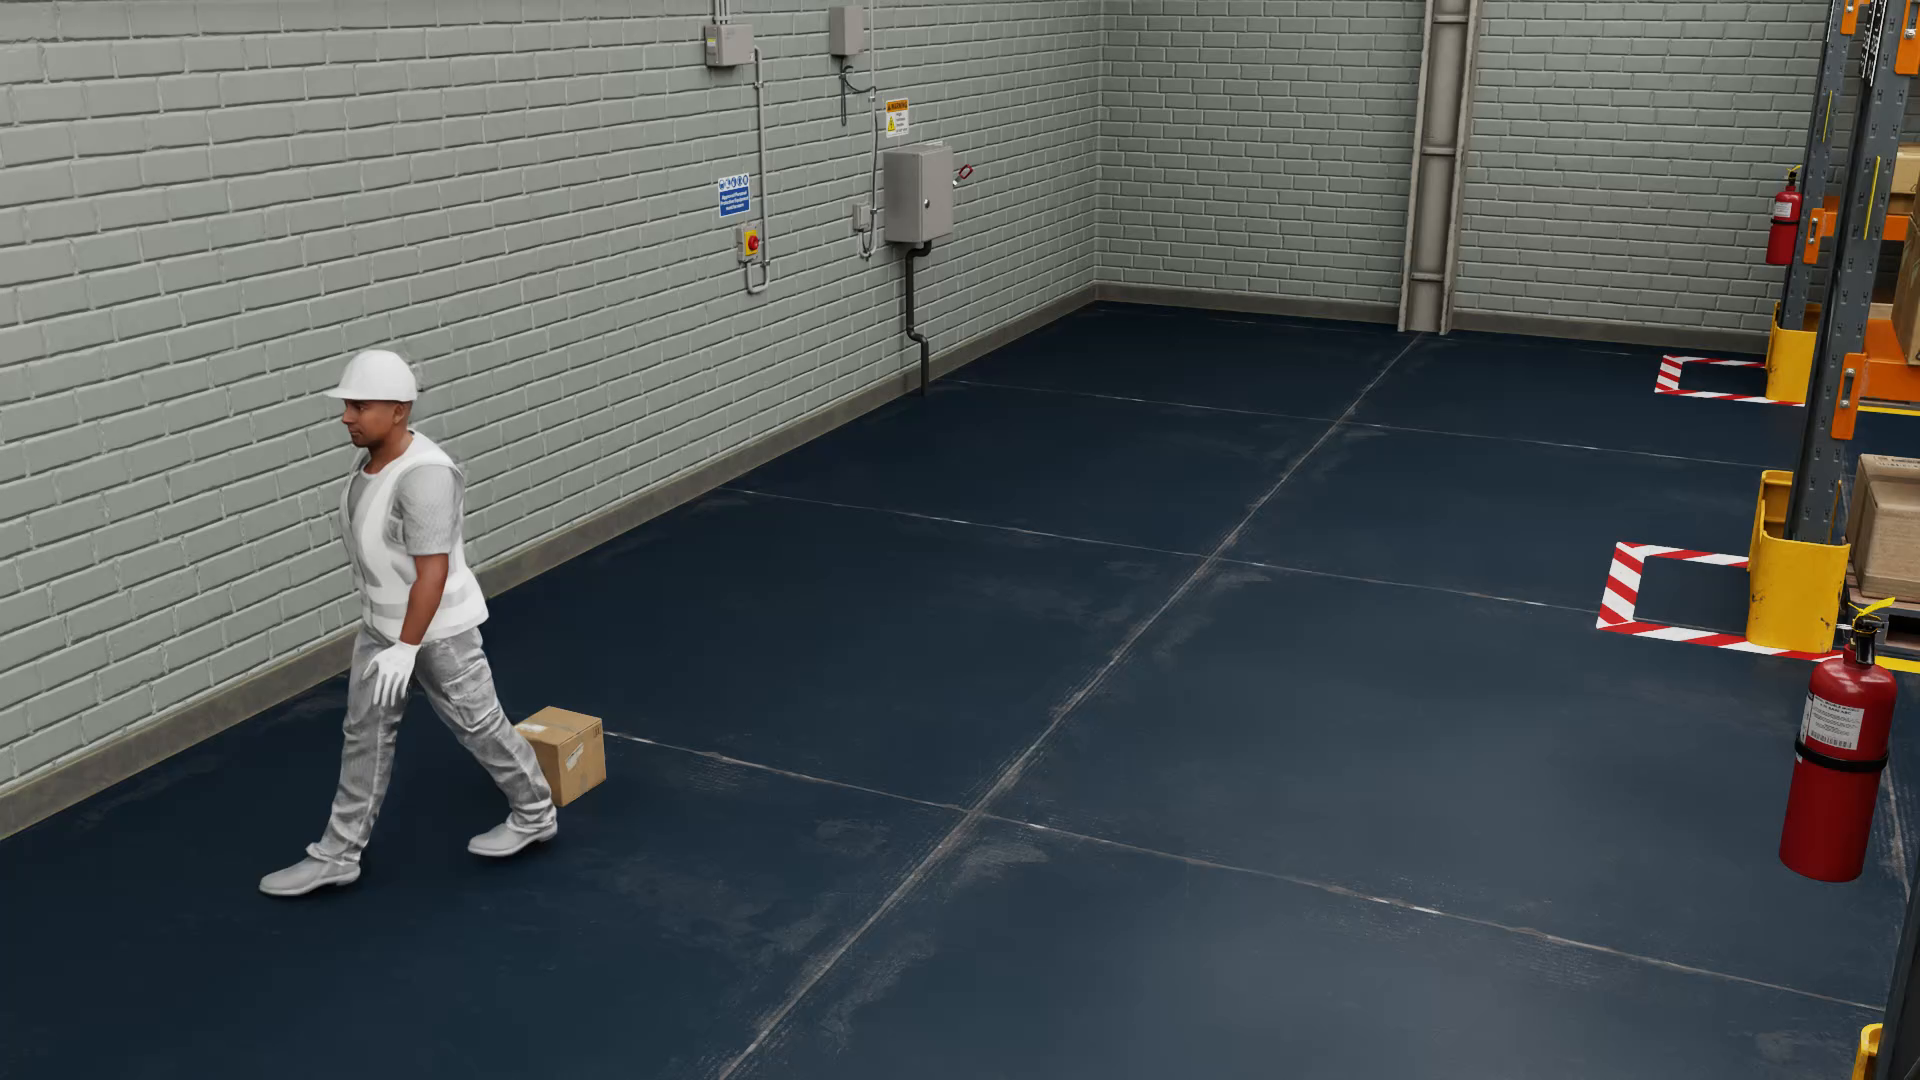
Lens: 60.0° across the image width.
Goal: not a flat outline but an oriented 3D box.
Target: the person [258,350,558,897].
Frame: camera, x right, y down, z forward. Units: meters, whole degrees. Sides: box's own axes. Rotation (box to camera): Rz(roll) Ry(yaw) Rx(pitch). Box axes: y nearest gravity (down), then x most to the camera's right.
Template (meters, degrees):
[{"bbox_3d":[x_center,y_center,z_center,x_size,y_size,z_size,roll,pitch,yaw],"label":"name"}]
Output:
[{"bbox_3d":[-1.758,0.269,5.183,0.914,1.741,0.586,-17,25,-40],"label":"person"}]
